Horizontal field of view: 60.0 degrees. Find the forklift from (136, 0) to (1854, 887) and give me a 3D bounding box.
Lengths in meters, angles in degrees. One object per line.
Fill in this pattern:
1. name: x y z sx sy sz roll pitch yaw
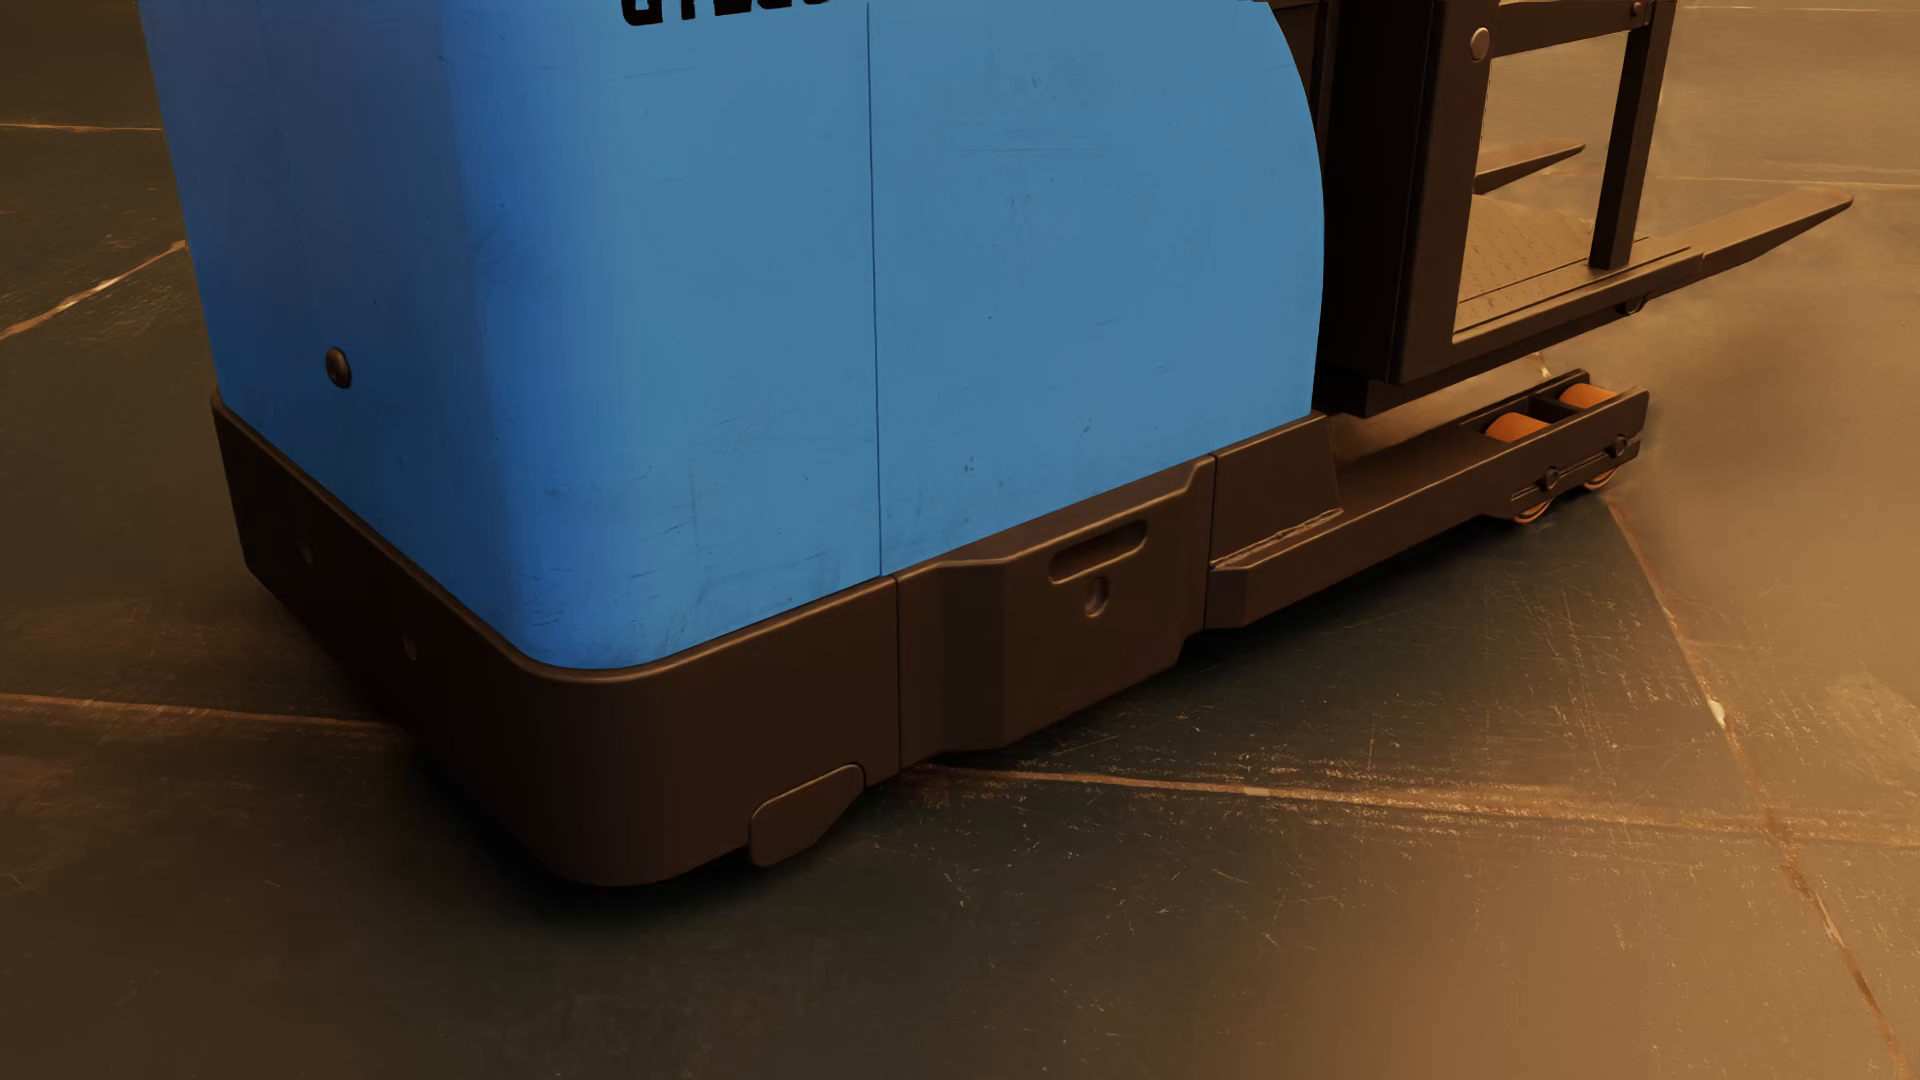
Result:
1. forklift: 0.465 -1.497 2.218 3.031 2.935 1.130 -21 33 -35
